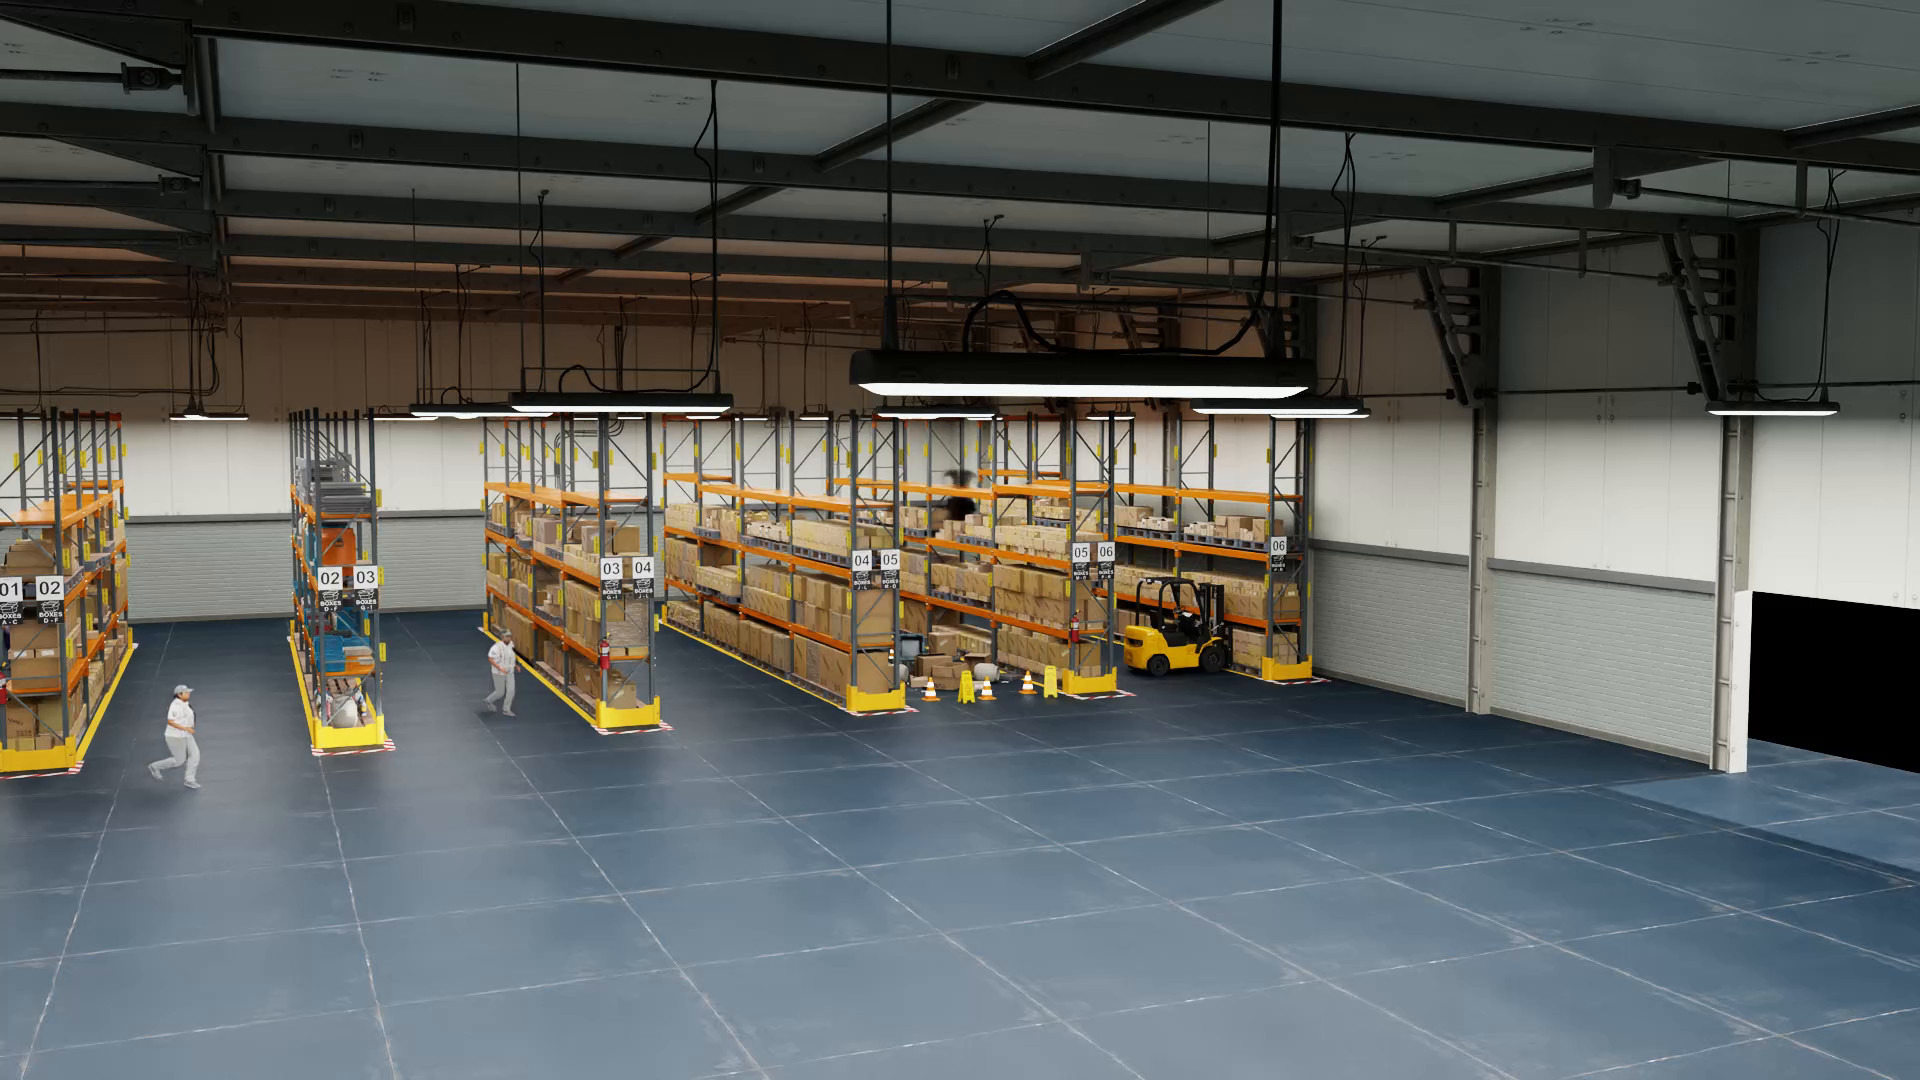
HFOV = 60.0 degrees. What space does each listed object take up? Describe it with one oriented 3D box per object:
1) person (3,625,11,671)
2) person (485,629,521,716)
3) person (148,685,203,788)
[{"bbox_3d":[-21.613,2.253,37.921,0.593,1.690,0.901,-1,4,-17],"label":"person"},{"bbox_3d":[-9.026,2.583,32.655,0.758,1.730,0.664,3,5,40],"label":"person"},{"bbox_3d":[-12.332,3.101,26.141,0.786,1.658,0.621,0,4,-5],"label":"person"}]
